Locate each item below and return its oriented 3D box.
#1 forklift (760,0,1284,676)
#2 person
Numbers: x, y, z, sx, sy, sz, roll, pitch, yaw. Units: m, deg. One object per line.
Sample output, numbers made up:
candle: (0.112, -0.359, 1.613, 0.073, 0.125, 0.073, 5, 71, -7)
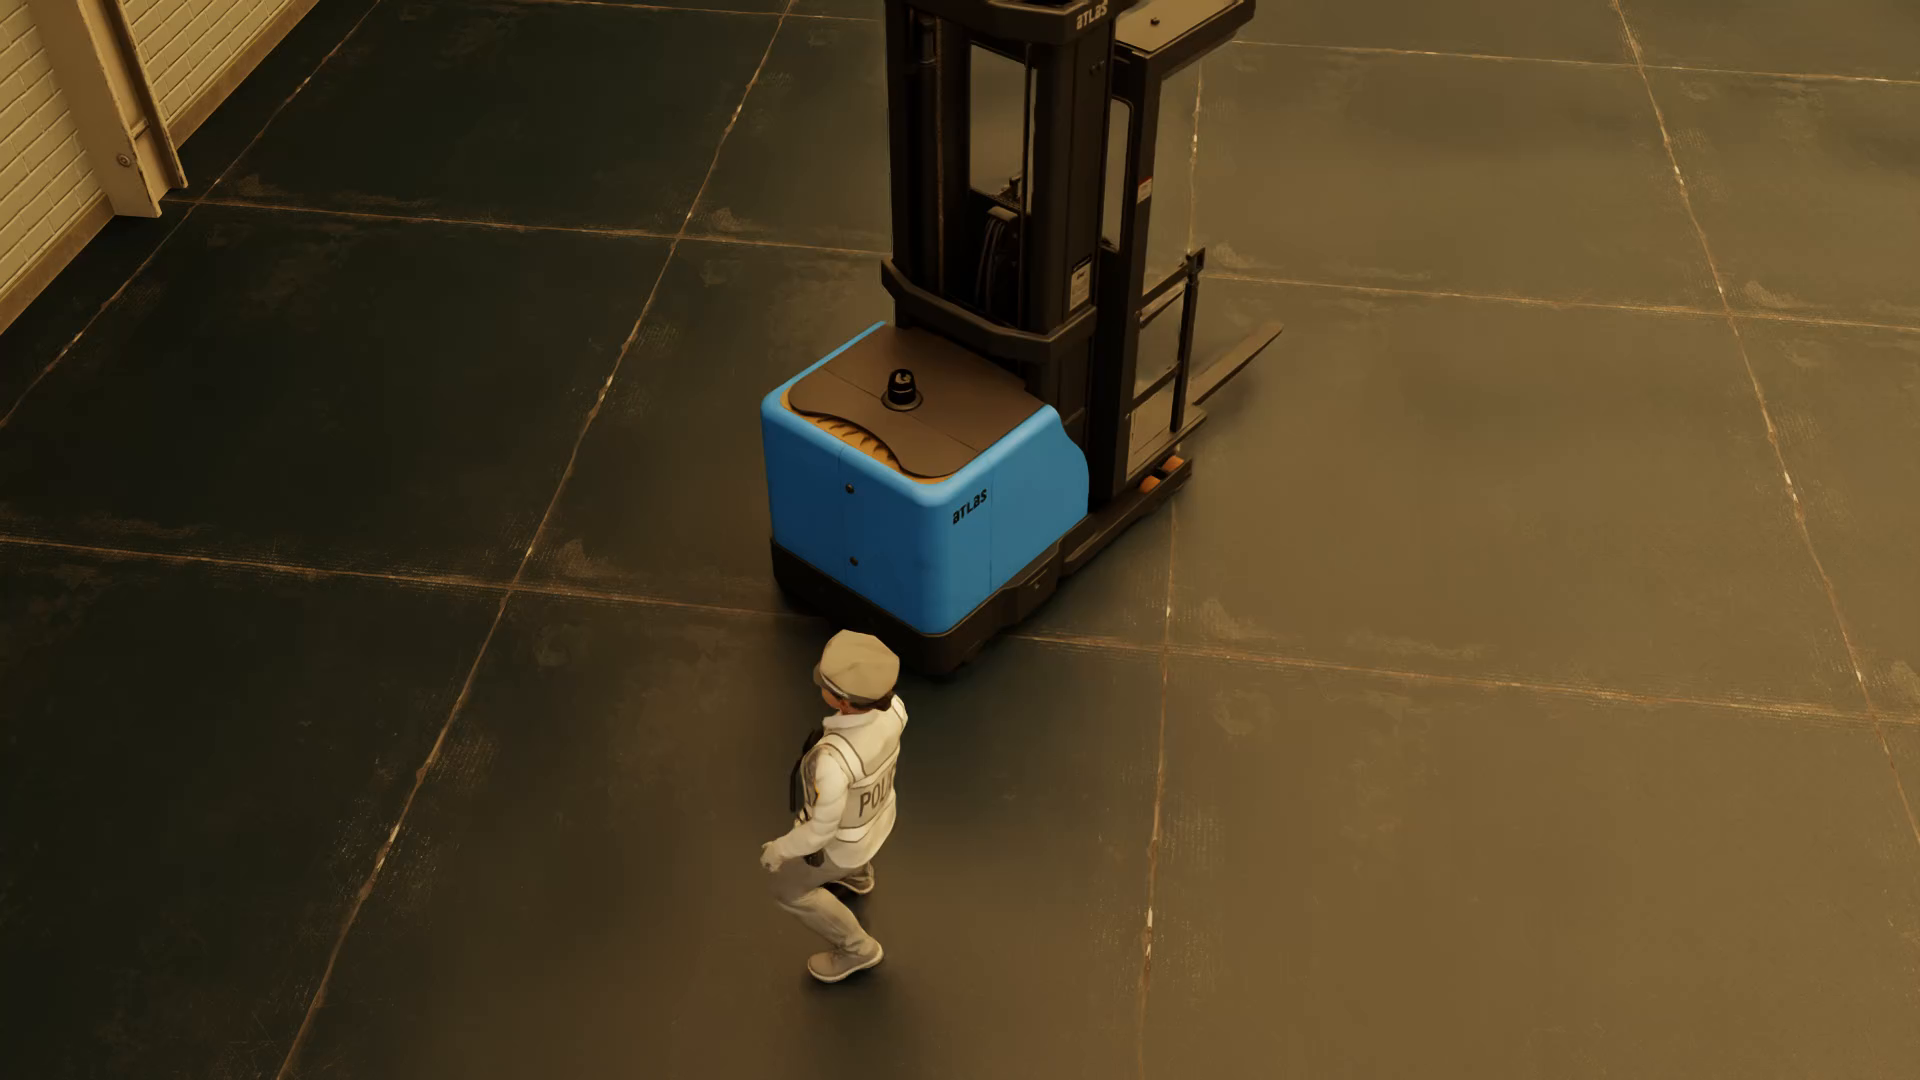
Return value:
forklift: (0.484, -1.423, 7.273, 1.130, 2.935, 3.031, 30, 50, 28)
person: (-0.449, 0.884, 5.728, 0.558, 1.613, 0.682, 20, 46, 21)
